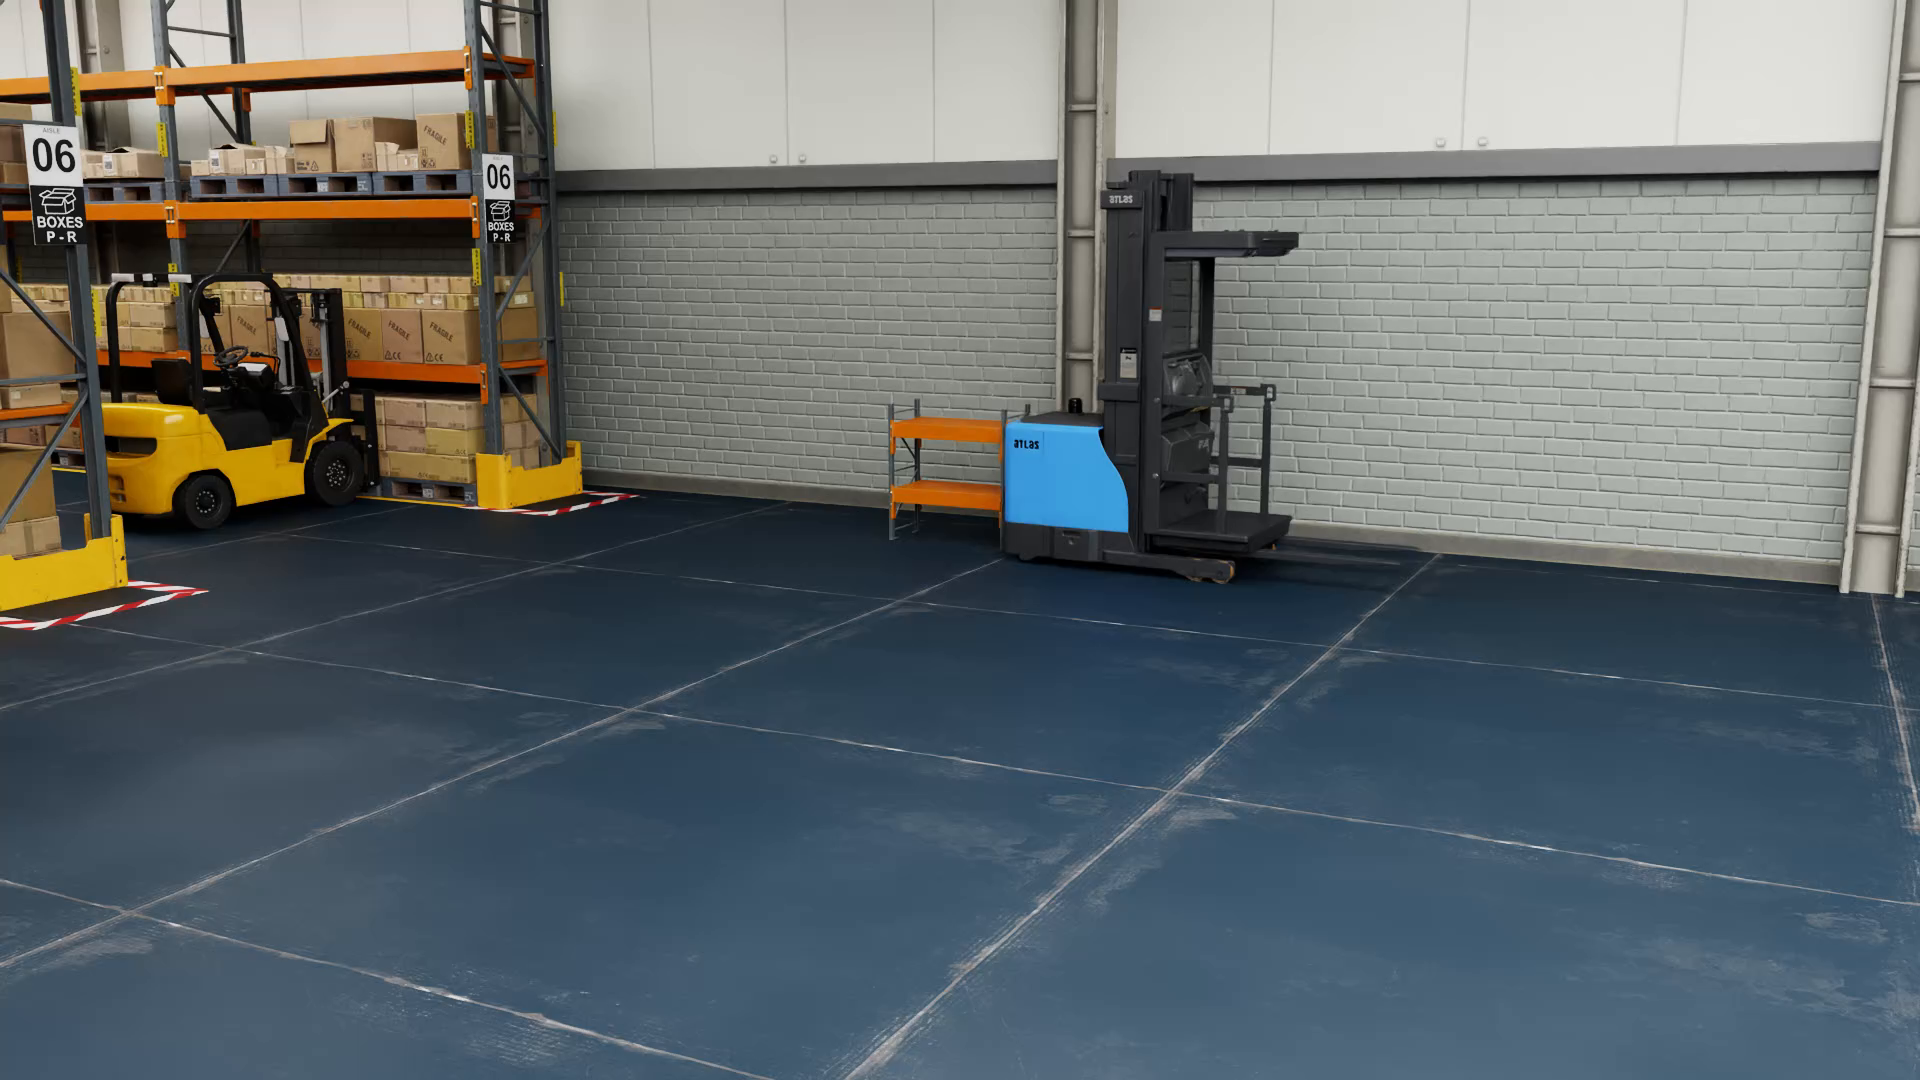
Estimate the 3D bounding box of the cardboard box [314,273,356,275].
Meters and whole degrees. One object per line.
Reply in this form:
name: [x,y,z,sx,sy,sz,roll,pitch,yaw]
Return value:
cardboard box: [-6.346,-2.638,16.945,0.250,0.149,0.380,5,11,25]

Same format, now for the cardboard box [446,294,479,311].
cardboard box: [-4.539,-2.214,15.439,0.250,0.149,0.380,5,11,27]

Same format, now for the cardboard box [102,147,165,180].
cardboard box: [-8.449,-3.885,17.138,0.500,0.311,0.500,5,11,24]

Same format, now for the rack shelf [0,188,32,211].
rack shelf: [-8.091,-2.350,11.888,4.000,0.370,1.077,5,11,26]

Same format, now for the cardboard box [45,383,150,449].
cardboard box: [-9.532,-1.377,18.405,0.625,0.625,0.875,5,11,23]

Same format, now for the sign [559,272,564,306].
sign: [-3.854,-2.416,16.005,0.005,0.325,0.100,5,11,26]

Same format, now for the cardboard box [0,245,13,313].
cardboard box: [-6.852,-1.763,11.126,0.500,0.500,0.700,5,11,24]

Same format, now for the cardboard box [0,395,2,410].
cardboard box: [-6.727,-0.942,11.217,0.250,0.149,0.380,5,12,28]

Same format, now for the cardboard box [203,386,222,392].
cardboard box: [-7.397,-1.436,16.975,0.500,0.250,0.500,5,11,25]

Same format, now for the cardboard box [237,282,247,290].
cardboard box: [-7.030,-2.596,16.713,0.250,0.149,0.380,5,11,25]

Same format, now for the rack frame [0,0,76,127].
rack frame: [-6.297,-4.022,10.686,0.127,3.000,1.000,5,11,26]

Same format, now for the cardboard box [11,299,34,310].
cardboard box: [-10.079,-2.508,18.183,0.500,0.250,0.500,5,11,24]

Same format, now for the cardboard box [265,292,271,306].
cardboard box: [-6.620,-2.391,16.418,0.250,0.149,0.380,5,11,25]

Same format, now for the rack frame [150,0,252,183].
rack frame: [-7.692,-5.130,16.810,0.127,3.000,1.000,5,11,26]

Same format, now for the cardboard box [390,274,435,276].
cardboard box: [-5.428,-2.558,16.505,0.250,0.149,0.380,5,11,24]

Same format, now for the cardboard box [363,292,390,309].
cardboard box: [-5.465,-2.295,15.884,0.250,0.149,0.380,5,11,24]

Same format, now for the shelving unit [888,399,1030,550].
shelving unit: [-0.006,-0.554,13.633,1.048,1.125,0.538,5,11,26]

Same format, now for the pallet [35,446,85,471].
pallet: [-9.468,-0.954,18.409,1.213,0.211,1.003,5,11,26]

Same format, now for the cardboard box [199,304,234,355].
cardboard box: [-7.409,-2.151,16.911,0.500,0.500,0.500,5,11,24]

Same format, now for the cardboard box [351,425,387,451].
cardboard box: [-5.597,-1.030,16.135,0.500,0.250,0.500,5,11,25]

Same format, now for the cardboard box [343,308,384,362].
cardboard box: [-5.583,-1.992,16.033,0.500,0.500,0.500,5,11,25]

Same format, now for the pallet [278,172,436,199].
pallet: [-5.825,-3.451,16.204,1.213,0.211,1.003,5,11,26]

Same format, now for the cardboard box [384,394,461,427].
cardboard box: [-5.116,-1.235,15.863,0.500,0.250,0.500,5,12,27]

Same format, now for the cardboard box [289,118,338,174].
cardboard box: [-5.991,-3.791,16.080,0.637,0.503,0.797,5,12,28]

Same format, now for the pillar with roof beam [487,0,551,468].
pillar with roof beam: [-6.235,-4.326,12.368,0.400,9.000,9.100,5,11,26]

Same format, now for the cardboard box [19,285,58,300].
cardboard box: [-9.961,-2.690,18.067,0.250,0.149,0.380,5,12,27]

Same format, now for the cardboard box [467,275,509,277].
cardboard box: [-4.522,-2.469,16.015,0.250,0.149,0.380,5,12,28]

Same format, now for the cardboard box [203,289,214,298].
cardboard box: [-7.522,-2.480,16.906,0.250,0.149,0.380,5,11,25]

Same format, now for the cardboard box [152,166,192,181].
cardboard box: [-8.366,-3.885,17.596,0.250,0.149,0.380,5,11,26]

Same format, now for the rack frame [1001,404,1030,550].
rack frame: [0.450,-0.514,13.412,0.032,1.125,0.500,5,11,26]

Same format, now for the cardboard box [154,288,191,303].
cardboard box: [-8.096,-2.538,17.230,0.250,0.149,0.380,5,12,28]

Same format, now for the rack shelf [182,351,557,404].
rack shelf: [-5.898,-1.667,16.537,4.000,0.370,1.077,5,11,26]

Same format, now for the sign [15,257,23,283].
sign: [-11.036,-3.152,19.474,0.005,0.325,0.100,5,11,26]

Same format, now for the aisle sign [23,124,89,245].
aisle sign: [-6.105,-2.394,11.236,0.004,0.787,0.394,5,11,26]

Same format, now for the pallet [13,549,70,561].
pallet: [-7.078,0.226,11.887,1.213,0.211,1.003,5,11,26]

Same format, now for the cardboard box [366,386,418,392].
cardboard box: [-5.802,-1.398,16.768,0.500,0.250,0.500,5,11,25]

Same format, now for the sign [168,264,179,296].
sign: [-7.923,-2.622,16.765,0.005,0.325,0.100,5,11,26]

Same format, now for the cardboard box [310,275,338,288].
cardboard box: [-6.115,-2.515,16.266,0.250,0.149,0.380,5,11,26]

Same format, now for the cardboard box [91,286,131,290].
cardboard box: [-9.034,-2.614,17.646,0.250,0.149,0.380,5,11,24]

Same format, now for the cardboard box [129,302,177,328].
cardboard box: [-8.245,-2.348,17.301,0.500,0.250,0.500,5,11,25]

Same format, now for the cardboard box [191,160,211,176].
cardboard box: [-7.424,-3.703,16.589,0.250,0.149,0.380,5,12,27]

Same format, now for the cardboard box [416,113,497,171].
cardboard box: [-4.609,-3.640,15.258,0.500,0.500,0.500,5,12,28]

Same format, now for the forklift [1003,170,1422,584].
forklift: [1.877,-1.234,12.316,3.031,2.935,1.130,5,12,28]

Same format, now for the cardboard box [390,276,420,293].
cardboard box: [-5.191,-2.435,15.823,0.250,0.149,0.380,5,11,26]

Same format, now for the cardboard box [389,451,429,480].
cardboard box: [-5.107,-0.744,15.960,0.500,0.250,0.500,5,11,26]
